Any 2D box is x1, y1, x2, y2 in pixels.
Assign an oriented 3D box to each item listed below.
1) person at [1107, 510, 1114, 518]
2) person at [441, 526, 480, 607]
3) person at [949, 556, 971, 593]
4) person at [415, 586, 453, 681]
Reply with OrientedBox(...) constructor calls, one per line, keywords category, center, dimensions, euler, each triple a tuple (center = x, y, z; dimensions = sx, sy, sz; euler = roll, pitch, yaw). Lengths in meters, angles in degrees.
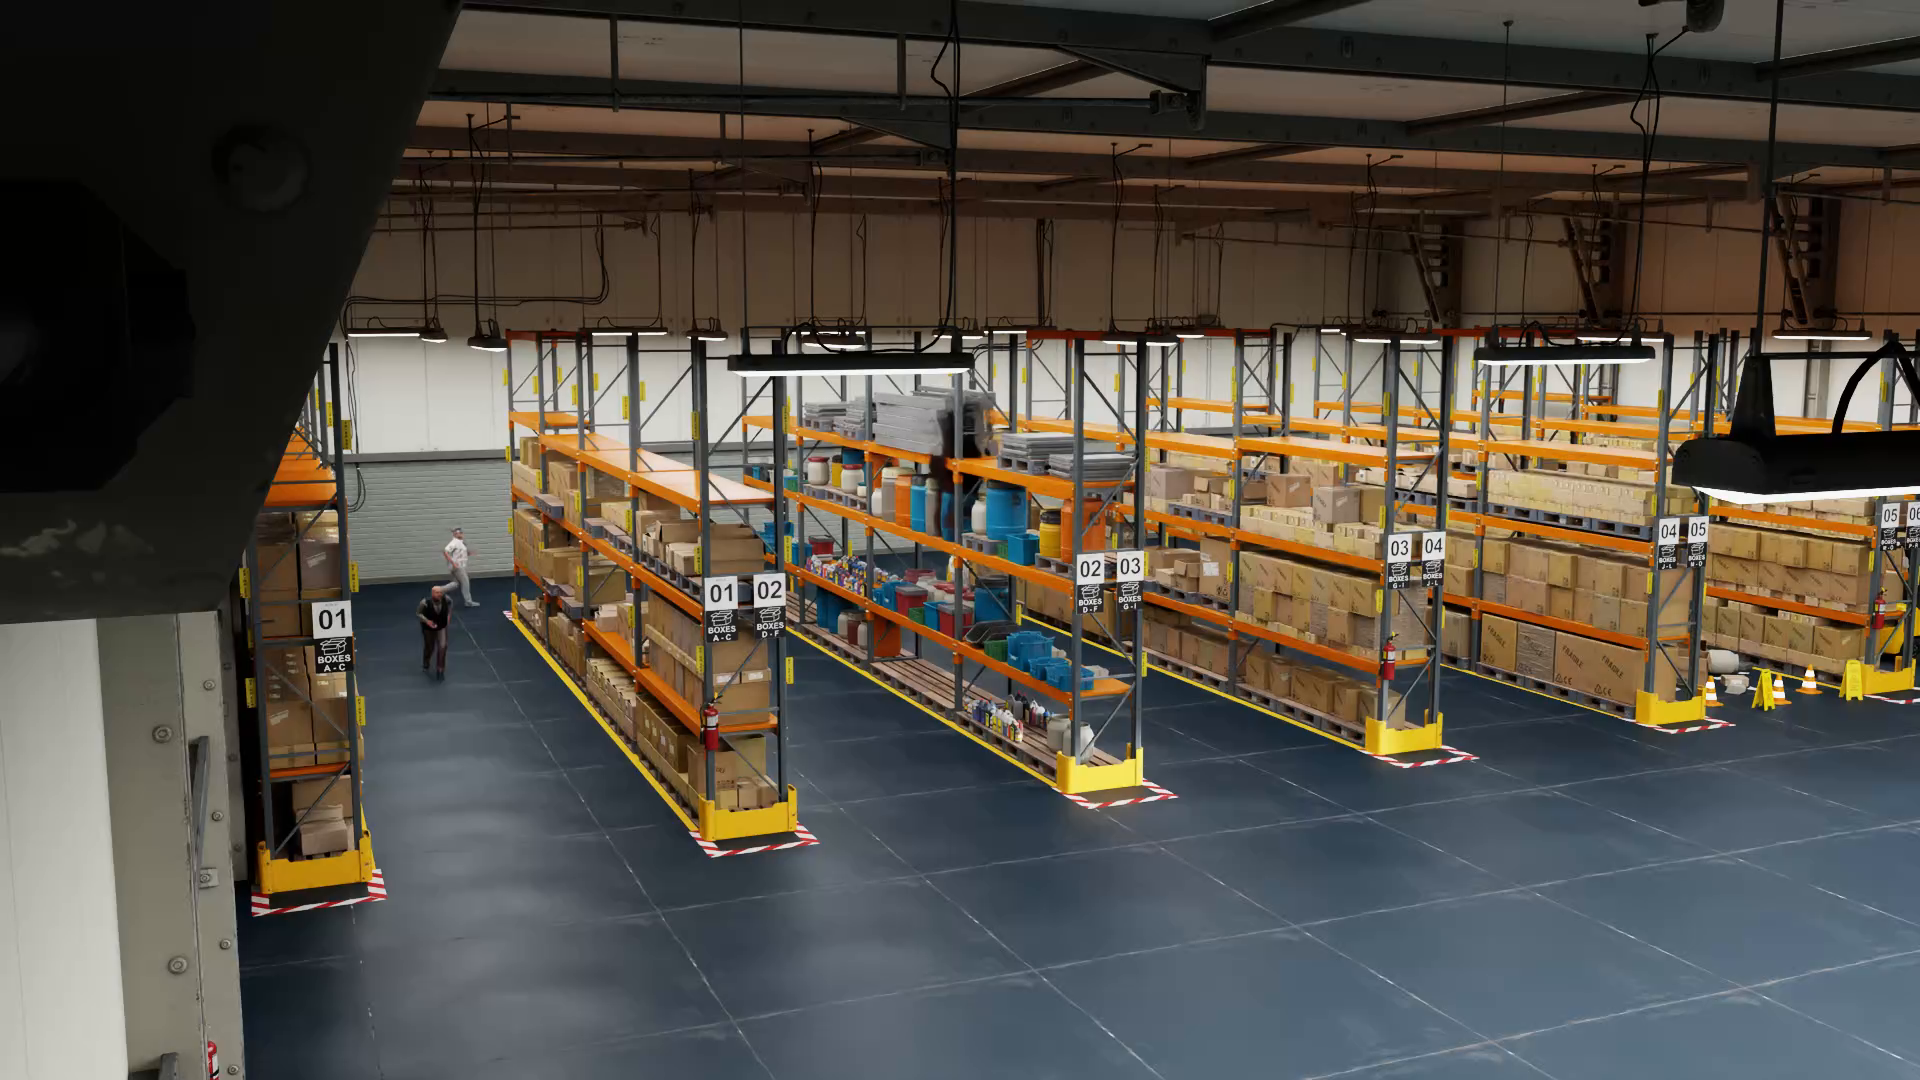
OrientedBox(category="person", center=(3.540, 0.083, 40.152), dimensions=(0.599, 1.705, 0.664), euler=(-1, 8, -9))
OrientedBox(category="person", center=(-10.862, 0.571, 35.842), dimensions=(0.928, 1.754, 0.653), euler=(-2, 8, -13))
OrientedBox(category="person", center=(0.001, 0.874, 34.009), dimensions=(0.584, 1.745, 0.830), euler=(-4, 9, -26))
OrientedBox(category="person", center=(-9.221, 1.582, 29.116), dimensions=(0.692, 1.678, 1.013), euler=(-5, 9, -35))
